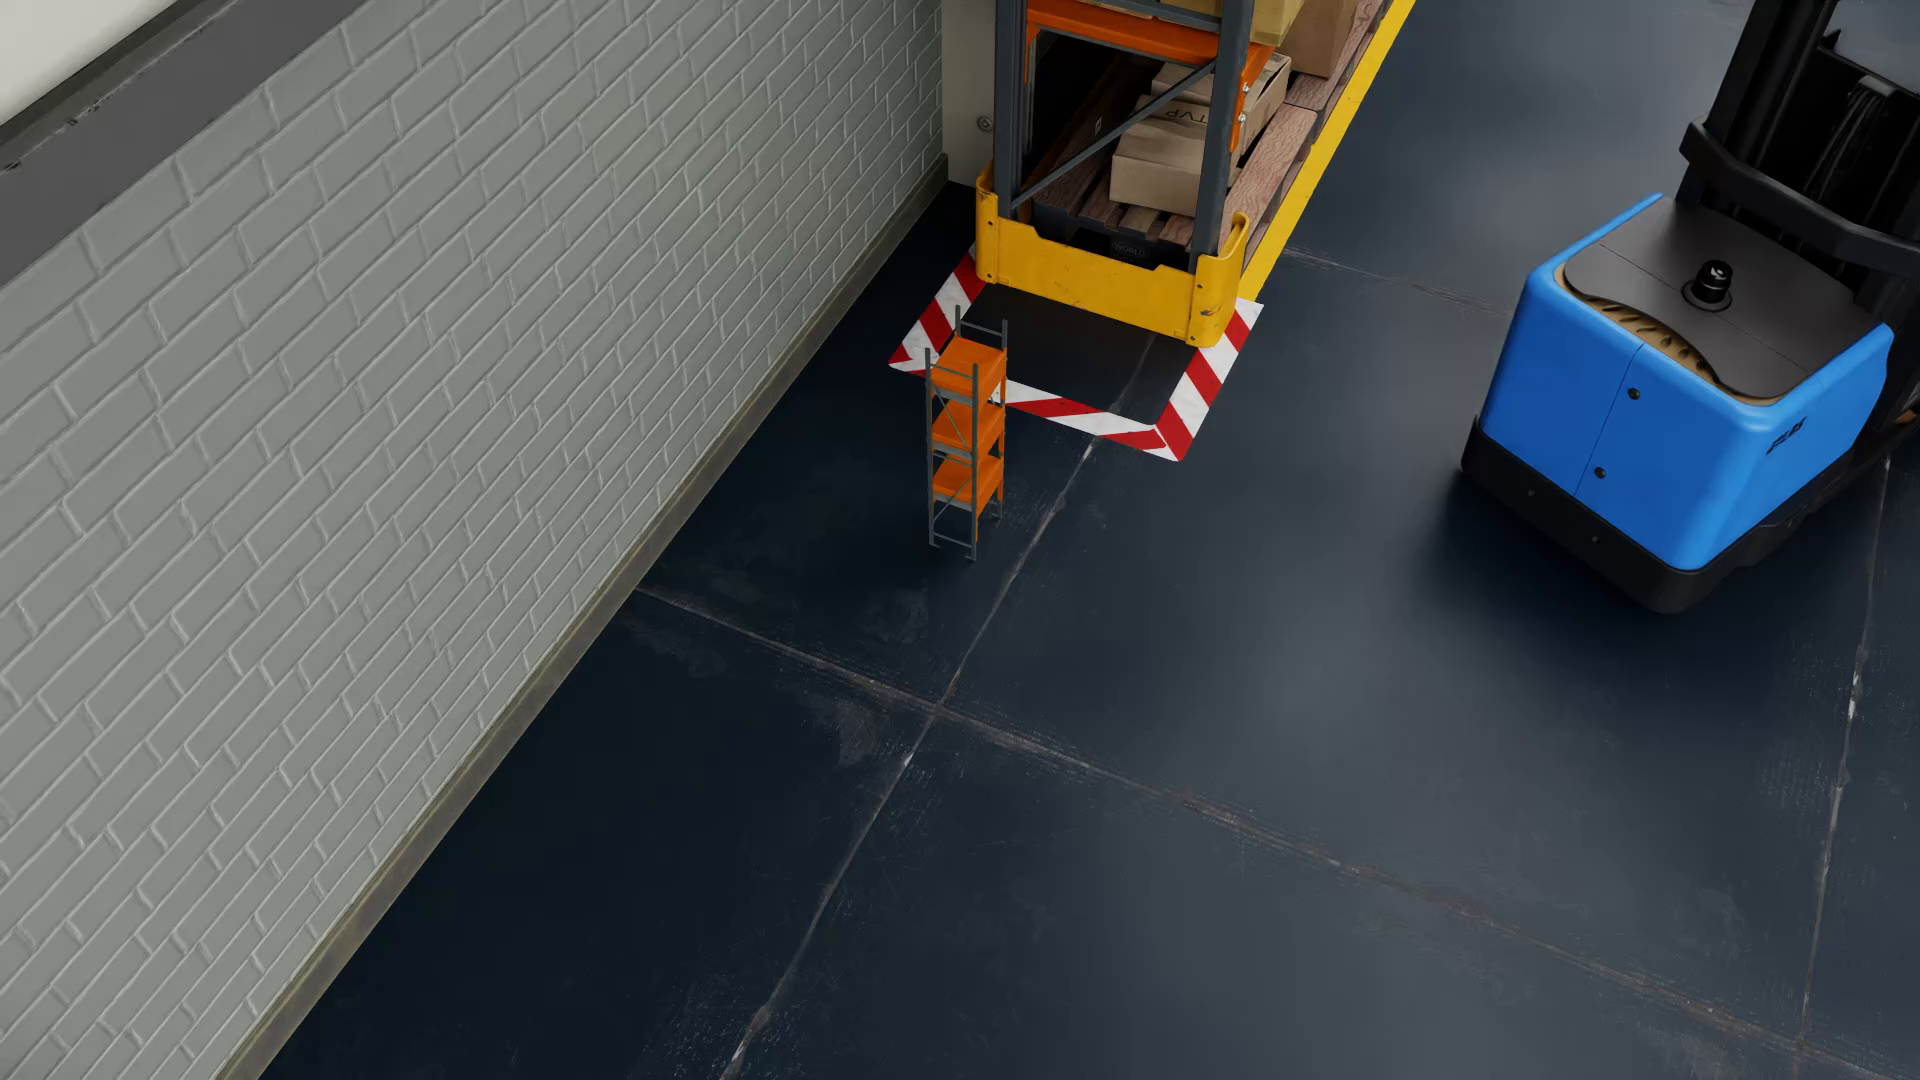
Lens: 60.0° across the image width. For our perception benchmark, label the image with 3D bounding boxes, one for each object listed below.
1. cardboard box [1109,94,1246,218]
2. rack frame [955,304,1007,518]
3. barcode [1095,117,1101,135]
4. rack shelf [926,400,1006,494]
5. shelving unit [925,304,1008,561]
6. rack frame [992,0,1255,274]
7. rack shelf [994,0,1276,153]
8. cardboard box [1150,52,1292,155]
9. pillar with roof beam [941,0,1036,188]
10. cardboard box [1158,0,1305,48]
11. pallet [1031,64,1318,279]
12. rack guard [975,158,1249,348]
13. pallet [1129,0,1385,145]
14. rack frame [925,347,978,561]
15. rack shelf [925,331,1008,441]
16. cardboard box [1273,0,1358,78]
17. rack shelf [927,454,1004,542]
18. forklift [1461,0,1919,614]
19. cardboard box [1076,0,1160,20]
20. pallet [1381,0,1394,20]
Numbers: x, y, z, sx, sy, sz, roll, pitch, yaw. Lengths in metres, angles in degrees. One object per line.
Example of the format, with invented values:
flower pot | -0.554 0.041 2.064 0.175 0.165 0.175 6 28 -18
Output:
cardboard box | 0.994 -1.770 7.578 0.500 0.311 0.500 14 51 12
rack frame | 0.075 -0.461 6.268 0.200 1.050 0.008 20 52 16
barcode | 0.640 -1.915 7.696 0.001 0.075 0.075 20 52 16
rack shelf | 0.023 -0.370 6.205 0.215 0.259 0.240 20 52 16
shelving unit | 0.023 -0.377 6.197 0.215 1.050 0.252 20 52 16
rack frame | 0.617 -2.051 6.341 1.000 3.000 0.127 20 52 16
rack shelf | 1.471 -3.195 7.787 1.077 0.370 4.000 20 52 16
cardboard box | 1.237 -2.162 7.912 0.500 0.311 0.500 24 54 19
pillar with roof beam | 4.026 -3.358 3.514 9.100 9.000 0.400 20 52 16
cardboard box | 1.112 -2.242 6.588 0.500 0.250 0.500 18 52 15
pallet | 1.028 -1.748 7.914 1.003 0.211 1.213 20 52 16
rack guard | 0.649 -1.293 7.337 1.175 0.500 0.348 20 52 16
pallet | 1.551 -2.585 8.626 1.003 0.211 1.213 20 52 16
rack frame | -0.029 -0.293 6.125 0.200 1.050 0.008 20 52 16
rack shelf | 0.023 -0.554 5.989 0.215 0.259 0.240 20 52 16
cardboard box | 1.596 -2.712 8.256 0.700 0.500 0.500 17 52 14
rack shelf | 0.023 -0.190 6.416 0.215 0.259 0.240 20 52 16
forklift | 3.493 -1.626 6.024 3.031 2.935 1.130 -31 56 -24
cardboard box | 0.641 -2.394 6.718 0.500 0.250 0.500 20 53 17
pallet | 2.070 -3.428 9.343 1.003 0.211 1.213 20 52 16
